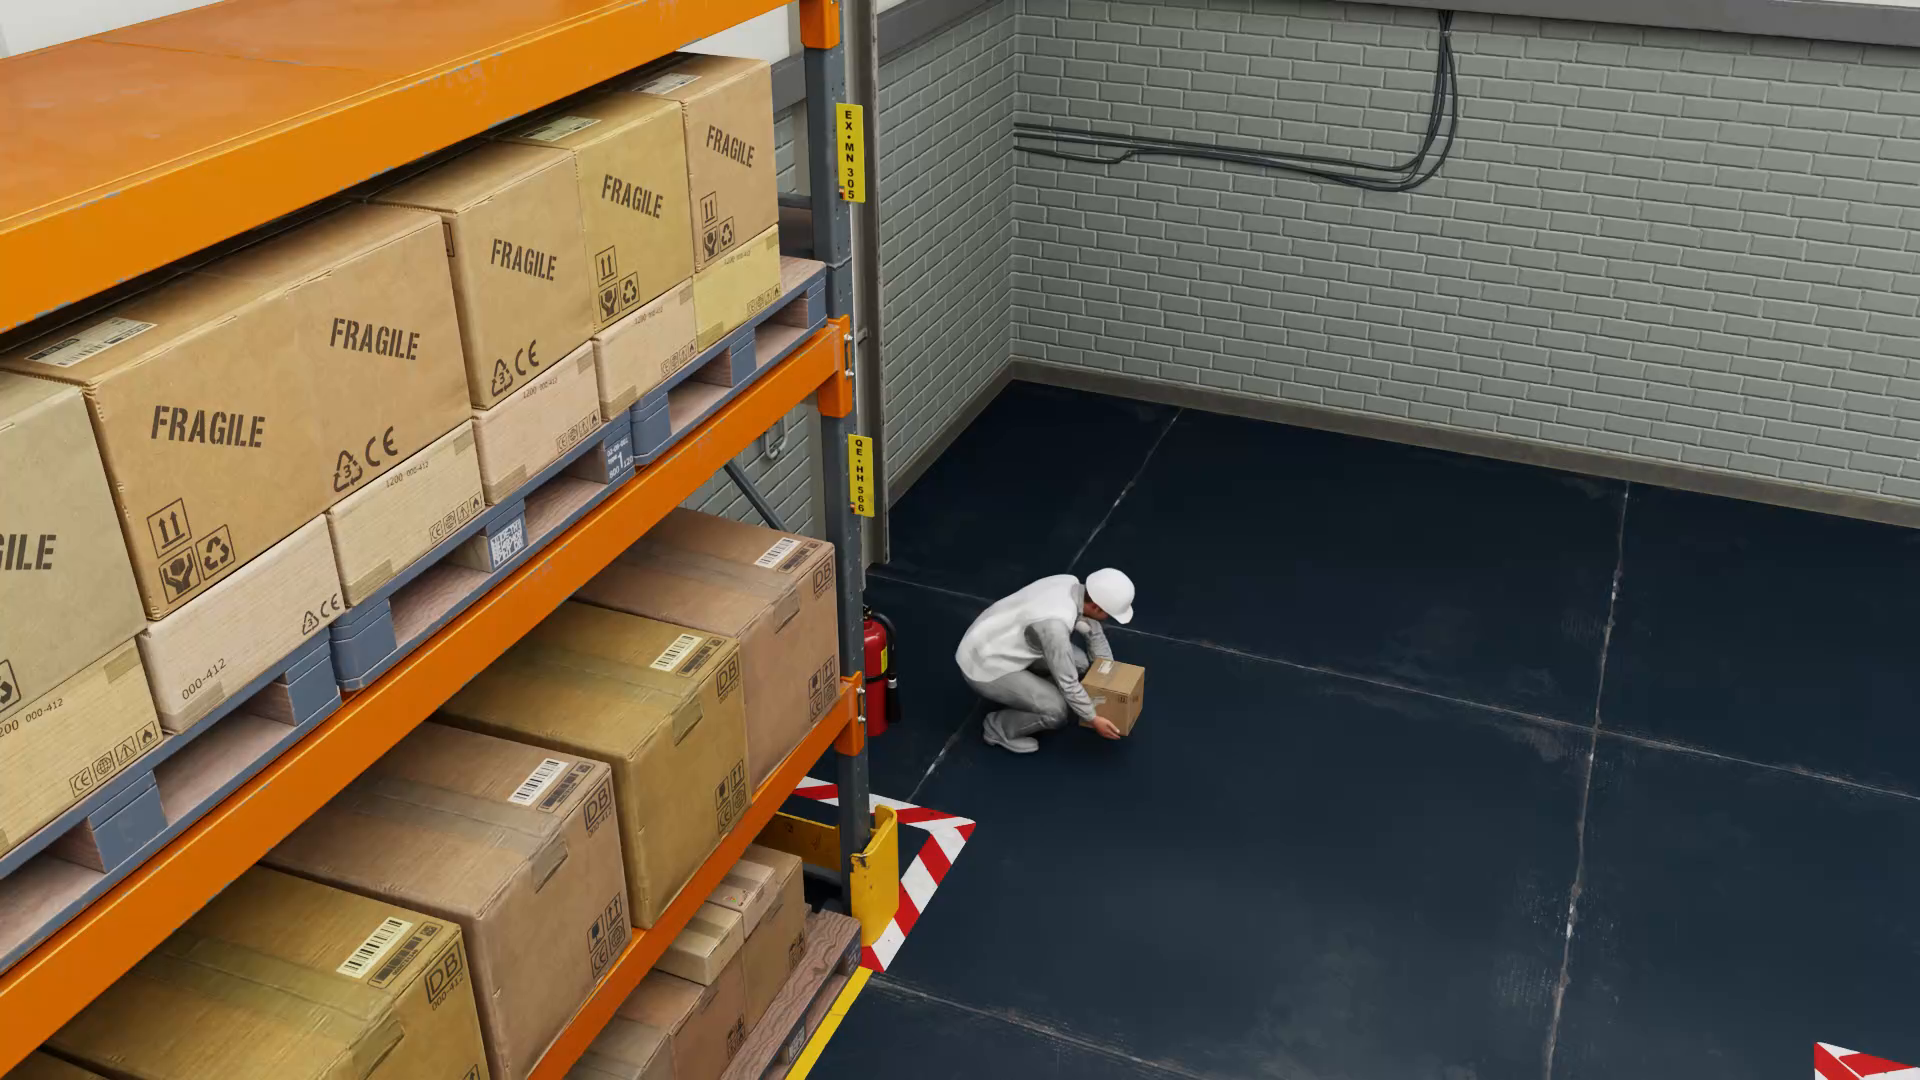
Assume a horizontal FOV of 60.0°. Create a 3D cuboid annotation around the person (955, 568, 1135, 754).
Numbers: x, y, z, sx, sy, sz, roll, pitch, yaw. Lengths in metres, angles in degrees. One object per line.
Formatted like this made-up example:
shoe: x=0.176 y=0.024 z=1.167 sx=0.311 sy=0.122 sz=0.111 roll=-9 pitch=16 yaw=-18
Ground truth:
person: x=0.430 y=0.552 z=8.190 sx=0.867 sy=1.002 sz=0.539 roll=11 pitch=31 yaw=19
